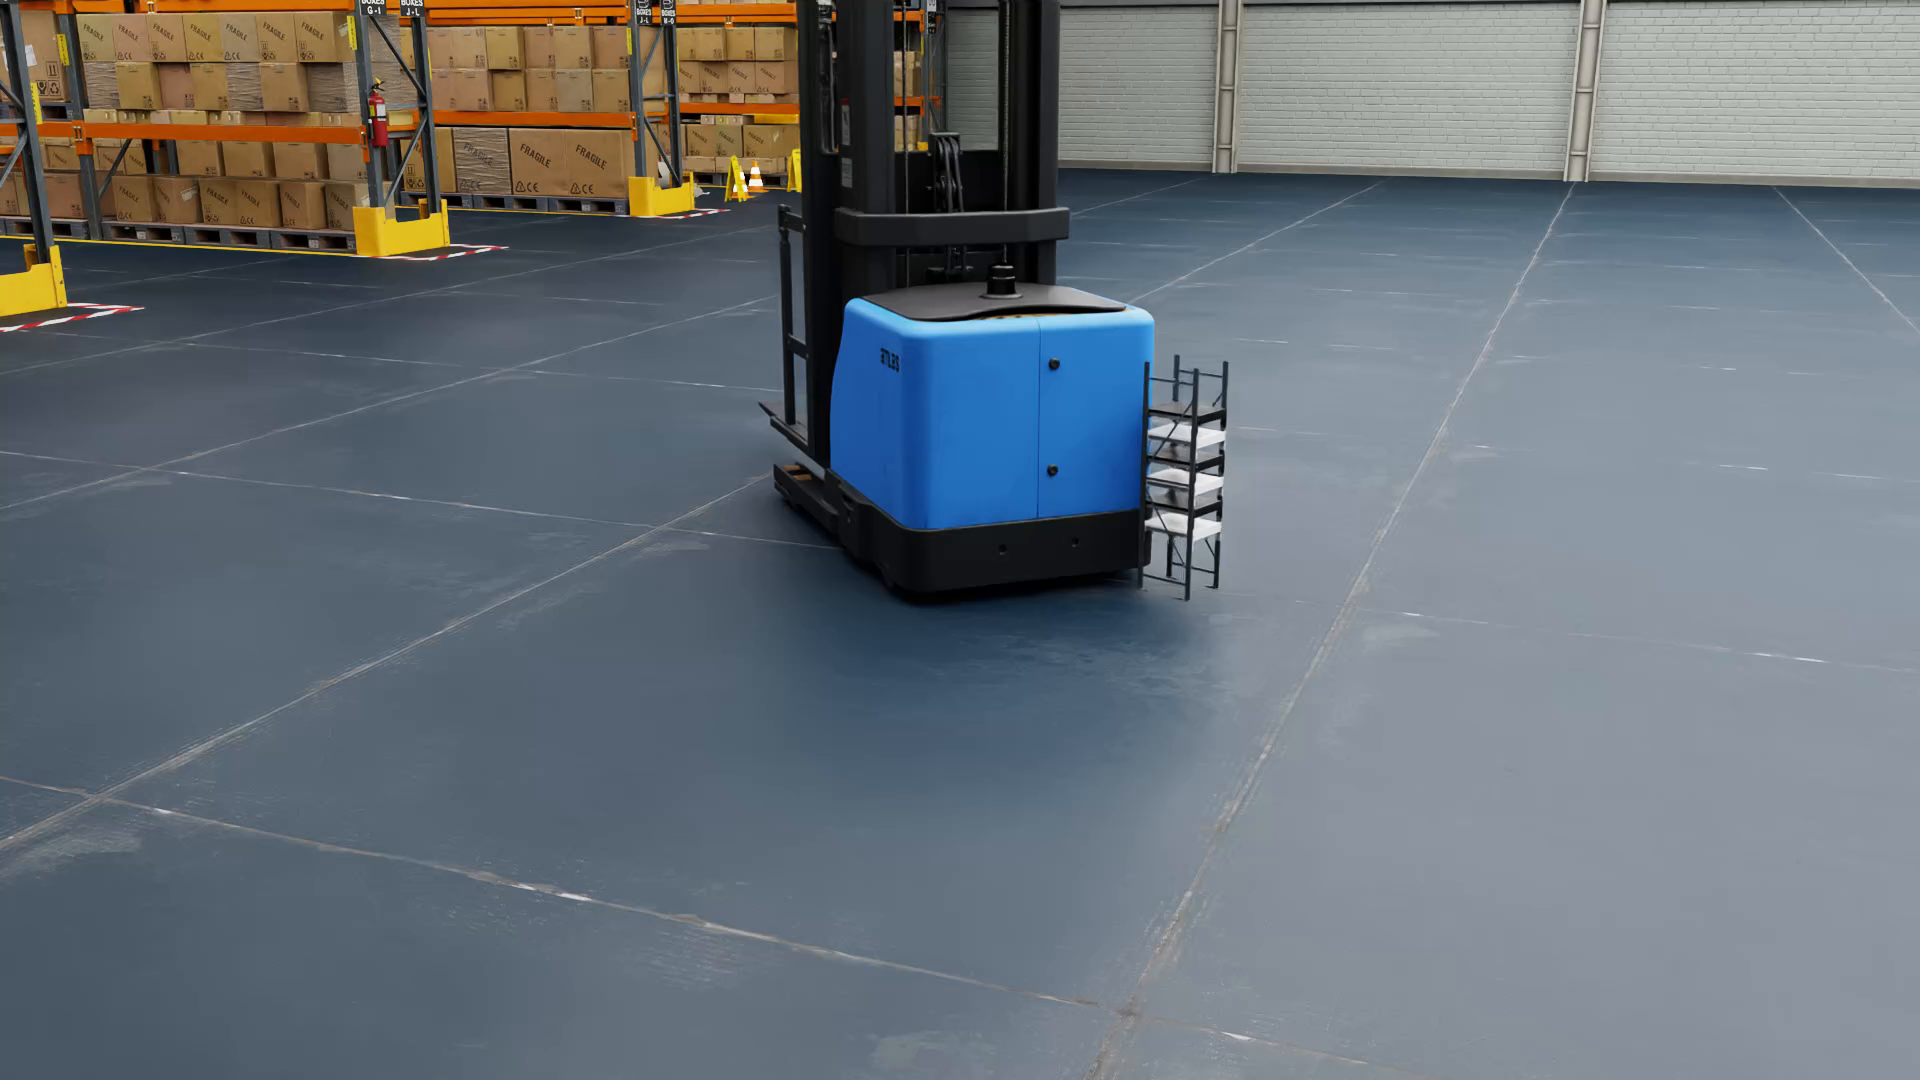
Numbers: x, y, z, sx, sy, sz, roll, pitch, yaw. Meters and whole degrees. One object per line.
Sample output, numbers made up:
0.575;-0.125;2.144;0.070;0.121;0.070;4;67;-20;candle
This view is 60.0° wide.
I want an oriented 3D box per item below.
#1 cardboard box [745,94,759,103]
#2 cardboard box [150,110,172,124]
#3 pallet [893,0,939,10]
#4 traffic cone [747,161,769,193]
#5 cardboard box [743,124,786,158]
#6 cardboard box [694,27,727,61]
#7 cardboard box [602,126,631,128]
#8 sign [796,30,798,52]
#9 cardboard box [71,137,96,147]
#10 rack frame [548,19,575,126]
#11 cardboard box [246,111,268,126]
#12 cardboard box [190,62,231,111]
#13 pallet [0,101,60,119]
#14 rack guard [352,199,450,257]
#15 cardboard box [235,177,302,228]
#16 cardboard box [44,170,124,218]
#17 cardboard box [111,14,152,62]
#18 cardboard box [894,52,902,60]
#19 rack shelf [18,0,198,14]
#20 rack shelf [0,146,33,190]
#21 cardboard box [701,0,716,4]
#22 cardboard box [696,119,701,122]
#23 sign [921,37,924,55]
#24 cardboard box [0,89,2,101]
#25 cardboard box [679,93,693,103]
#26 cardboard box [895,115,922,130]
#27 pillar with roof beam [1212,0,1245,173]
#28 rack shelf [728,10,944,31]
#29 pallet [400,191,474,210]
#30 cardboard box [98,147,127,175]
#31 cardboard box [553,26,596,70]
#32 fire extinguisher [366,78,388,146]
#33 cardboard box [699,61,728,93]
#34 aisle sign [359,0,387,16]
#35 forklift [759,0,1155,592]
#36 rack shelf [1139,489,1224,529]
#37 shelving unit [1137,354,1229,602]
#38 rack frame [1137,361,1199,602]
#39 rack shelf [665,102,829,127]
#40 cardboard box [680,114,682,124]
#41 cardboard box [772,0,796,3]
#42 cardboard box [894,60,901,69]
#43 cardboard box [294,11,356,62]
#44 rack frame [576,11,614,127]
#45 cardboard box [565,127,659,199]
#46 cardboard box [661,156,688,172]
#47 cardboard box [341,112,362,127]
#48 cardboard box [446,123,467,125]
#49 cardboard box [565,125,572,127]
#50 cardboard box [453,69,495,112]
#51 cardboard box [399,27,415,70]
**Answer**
-3.218;-7.020;26.427;0.250;0.149;0.380;6;17;20;cardboard box
-8.628;-4.641;18.230;0.250;0.149;0.380;6;17;21;cardboard box
-1.115;-9.894;30.653;1.213;0.211;1.003;6;17;21;pallet
-3.158;-5.620;25.704;0.334;0.463;0.336;6;17;21;traffic cone
-3.125;-6.385;26.621;0.500;0.500;0.500;6;17;21;cardboard box
-3.820;-7.875;26.414;0.500;0.500;0.700;6;17;20;cardboard box
-5.555;-6.649;27.532;0.500;0.500;0.500;7;18;23;cardboard box
-2.506;-7.695;25.657;0.005;0.325;0.100;6;17;21;sign
-13.122;-6.122;25.266;0.500;0.250;0.500;7;17;22;cardboard box
-7.908;-9.235;33.606;0.127;3.000;1.000;6;17;21;rack frame
-7.430;-4.538;17.875;0.250;0.149;0.380;6;17;21;cardboard box
-7.841;-4.950;18.131;0.500;0.500;0.875;6;17;21;cardboard box
-11.506;-5.094;19.683;1.213;0.211;1.003;6;17;21;pallet
-5.991;-3.367;17.873;0.348;0.500;1.175;6;17;21;rack guard
-7.639;-3.750;18.440;0.500;0.500;0.500;8;18;26;cardboard box
-10.205;-4.048;19.430;0.500;0.500;0.700;5;17;16;cardboard box
-8.850;-5.477;18.152;0.500;0.500;0.500;6;17;21;cardboard box
-1.118;-8.919;30.638;0.250;0.149;0.380;6;17;21;cardboard box
-13.309;-7.953;25.099;4.000;0.370;1.077;6;17;21;rack shelf
-9.598;-3.134;13.878;4.000;0.370;1.077;6;17;21;rack shelf
-3.900;-8.551;26.320;0.250;0.149;0.380;6;17;19;cardboard box
-4.677;-7.938;32.643;0.625;0.625;0.875;7;18;23;cardboard box
-0.678;-8.948;30.113;0.005;0.325;0.100;6;17;21;sign
-11.288;-5.373;19.363;0.637;0.503;0.797;8;18;26;cardboard box
-4.399;-7.151;26.875;0.250;0.149;0.380;6;17;20;cardboard box
-1.009;-7.745;30.856;0.500;0.250;0.500;7;18;22;cardboard box
3.219;-9.873;25.041;0.400;9.000;9.100;6;17;21;pillar with roof beam
-2.327;-9.717;31.174;4.000;0.370;1.077;6;17;21;rack shelf
-7.049;-4.807;23.354;1.213;0.211;1.003;6;17;21;pallet
-12.638;-5.708;25.187;0.500;0.500;0.500;7;18;23;cardboard box
-4.883;-6.506;21.999;0.550;0.550;0.875;6;17;21;cardboard box
-5.983;-4.391;17.057;0.183;0.674;0.296;6;17;21;fire extinguisher
-3.818;-7.409;26.601;0.500;0.500;0.500;6;17;20;cardboard box
-5.973;-5.723;16.846;0.004;0.787;0.394;6;17;21;aisle sign
-0.233;-1.581;7.361;1.130;2.935;3.031;-6;17;-20;forklift
0.853;-0.121;6.420;0.258;0.077;0.200;13;21;39;rack shelf
0.853;-0.240;6.386;0.258;0.900;0.210;13;21;39;shelving unit
0.787;-0.218;6.312;0.240;0.900;0.006;13;21;39;rack frame
-4.145;-6.988;27.156;4.000;0.370;1.077;6;17;21;rack shelf
-4.731;-6.854;27.072;0.250;0.149;0.380;7;18;24;cardboard box
-2.719;-8.413;25.844;0.250;0.149;0.380;6;17;21;cardboard box
-1.140;-8.758;30.618;0.250;0.149;0.380;7;17;22;cardboard box
-6.523;-5.222;17.276;0.500;0.500;0.500;6;17;21;cardboard box
-6.005;-7.539;27.761;0.127;3.000;1.000;6;17;21;rack frame
-4.662;-5.069;22.311;0.875;0.875;0.875;6;17;21;cardboard box
-4.560;-6.184;27.274;0.500;0.250;0.500;6;17;20;cardboard box
-6.261;-4.414;17.449;0.250;0.149;0.380;6;17;21;cardboard box
-10.300;-8.434;34.575;0.500;0.500;0.500;6;17;19;cardboard box
-8.198;-8.353;34.295;0.500;0.500;0.500;7;18;23;cardboard box
-6.401;-6.146;22.694;0.550;0.550;0.875;6;17;21;cardboard box
-7.397;-6.788;22.971;0.550;0.550;0.875;6;17;21;cardboard box
